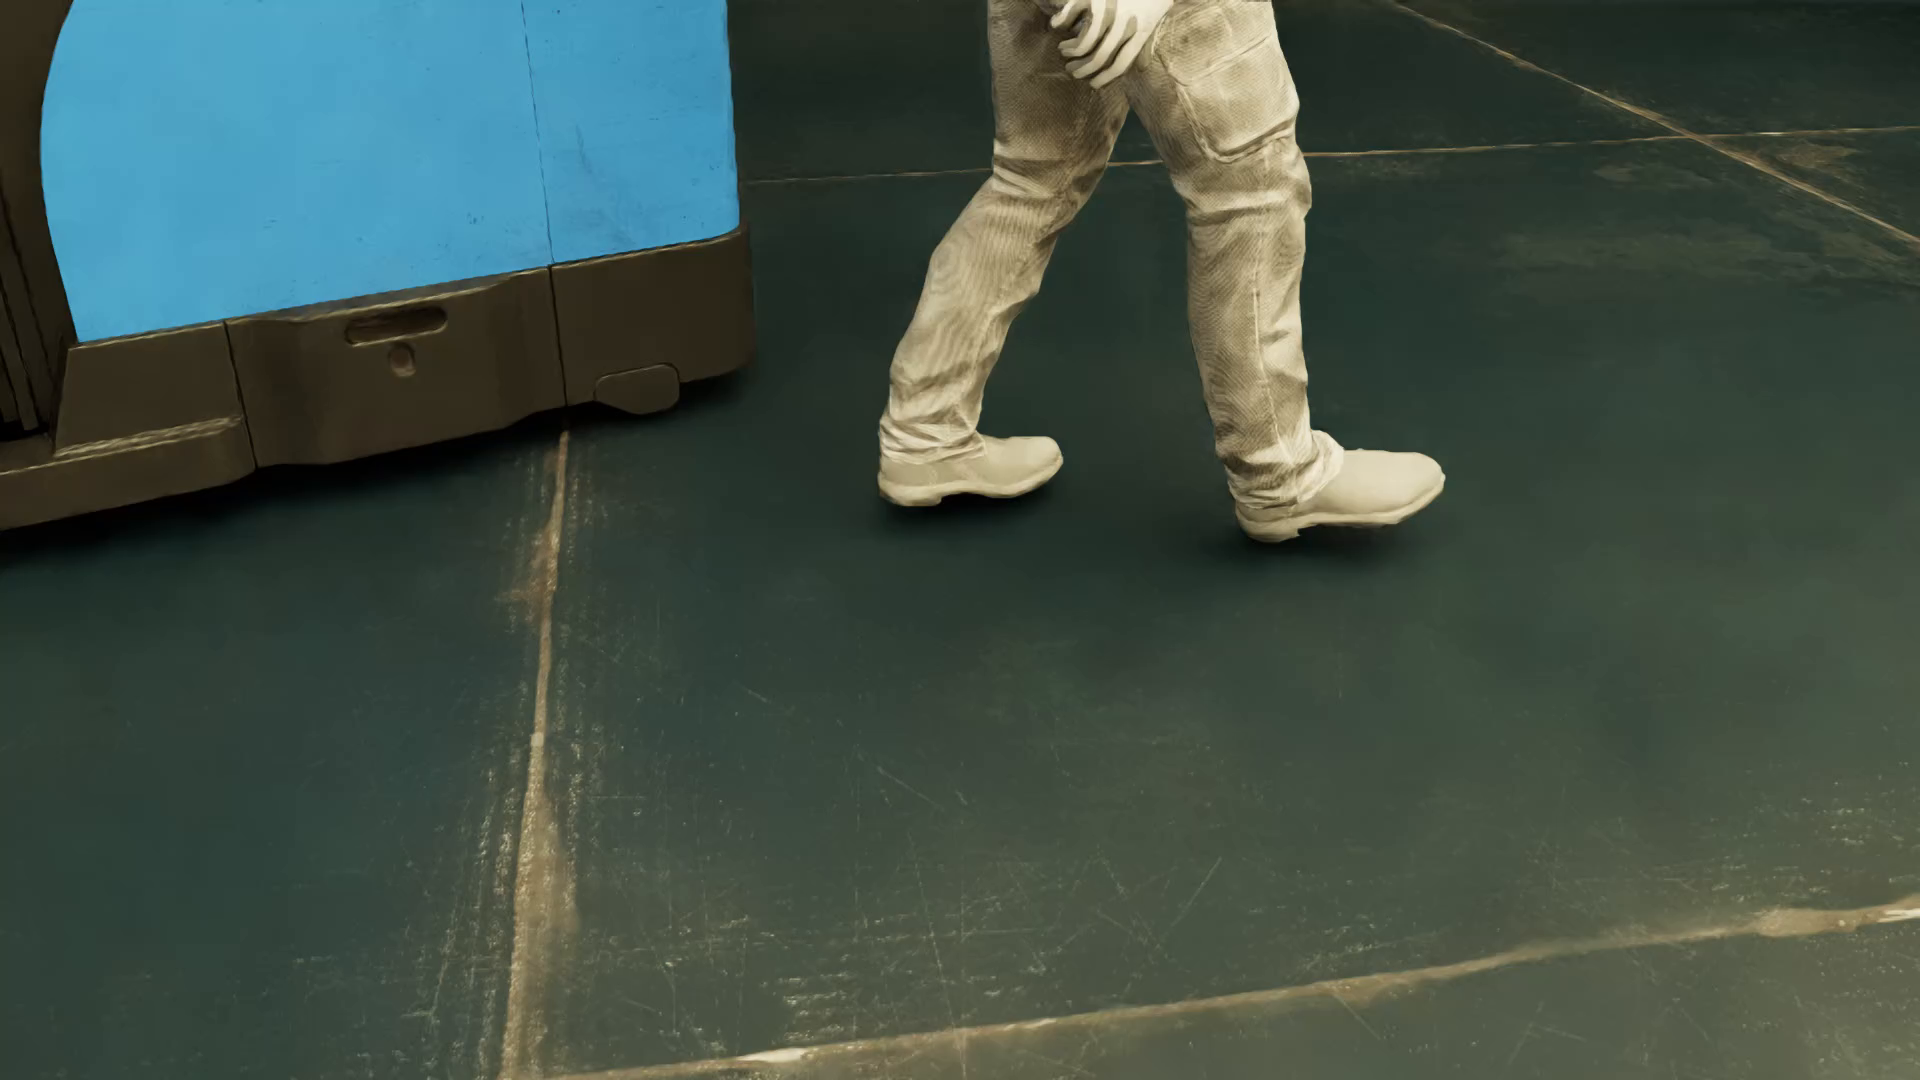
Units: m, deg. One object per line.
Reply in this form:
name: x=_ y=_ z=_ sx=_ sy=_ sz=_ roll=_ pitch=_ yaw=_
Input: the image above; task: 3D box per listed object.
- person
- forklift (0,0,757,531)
person: x=0.277 y=-0.833 z=2.147 sx=0.781 sy=1.753 sz=0.732 roll=-7 pitch=29 yaw=-14
forklift: x=-1.899 y=-1.401 z=2.014 sx=3.031 sy=2.935 sz=1.130 roll=-15 pitch=31 yaw=-26
